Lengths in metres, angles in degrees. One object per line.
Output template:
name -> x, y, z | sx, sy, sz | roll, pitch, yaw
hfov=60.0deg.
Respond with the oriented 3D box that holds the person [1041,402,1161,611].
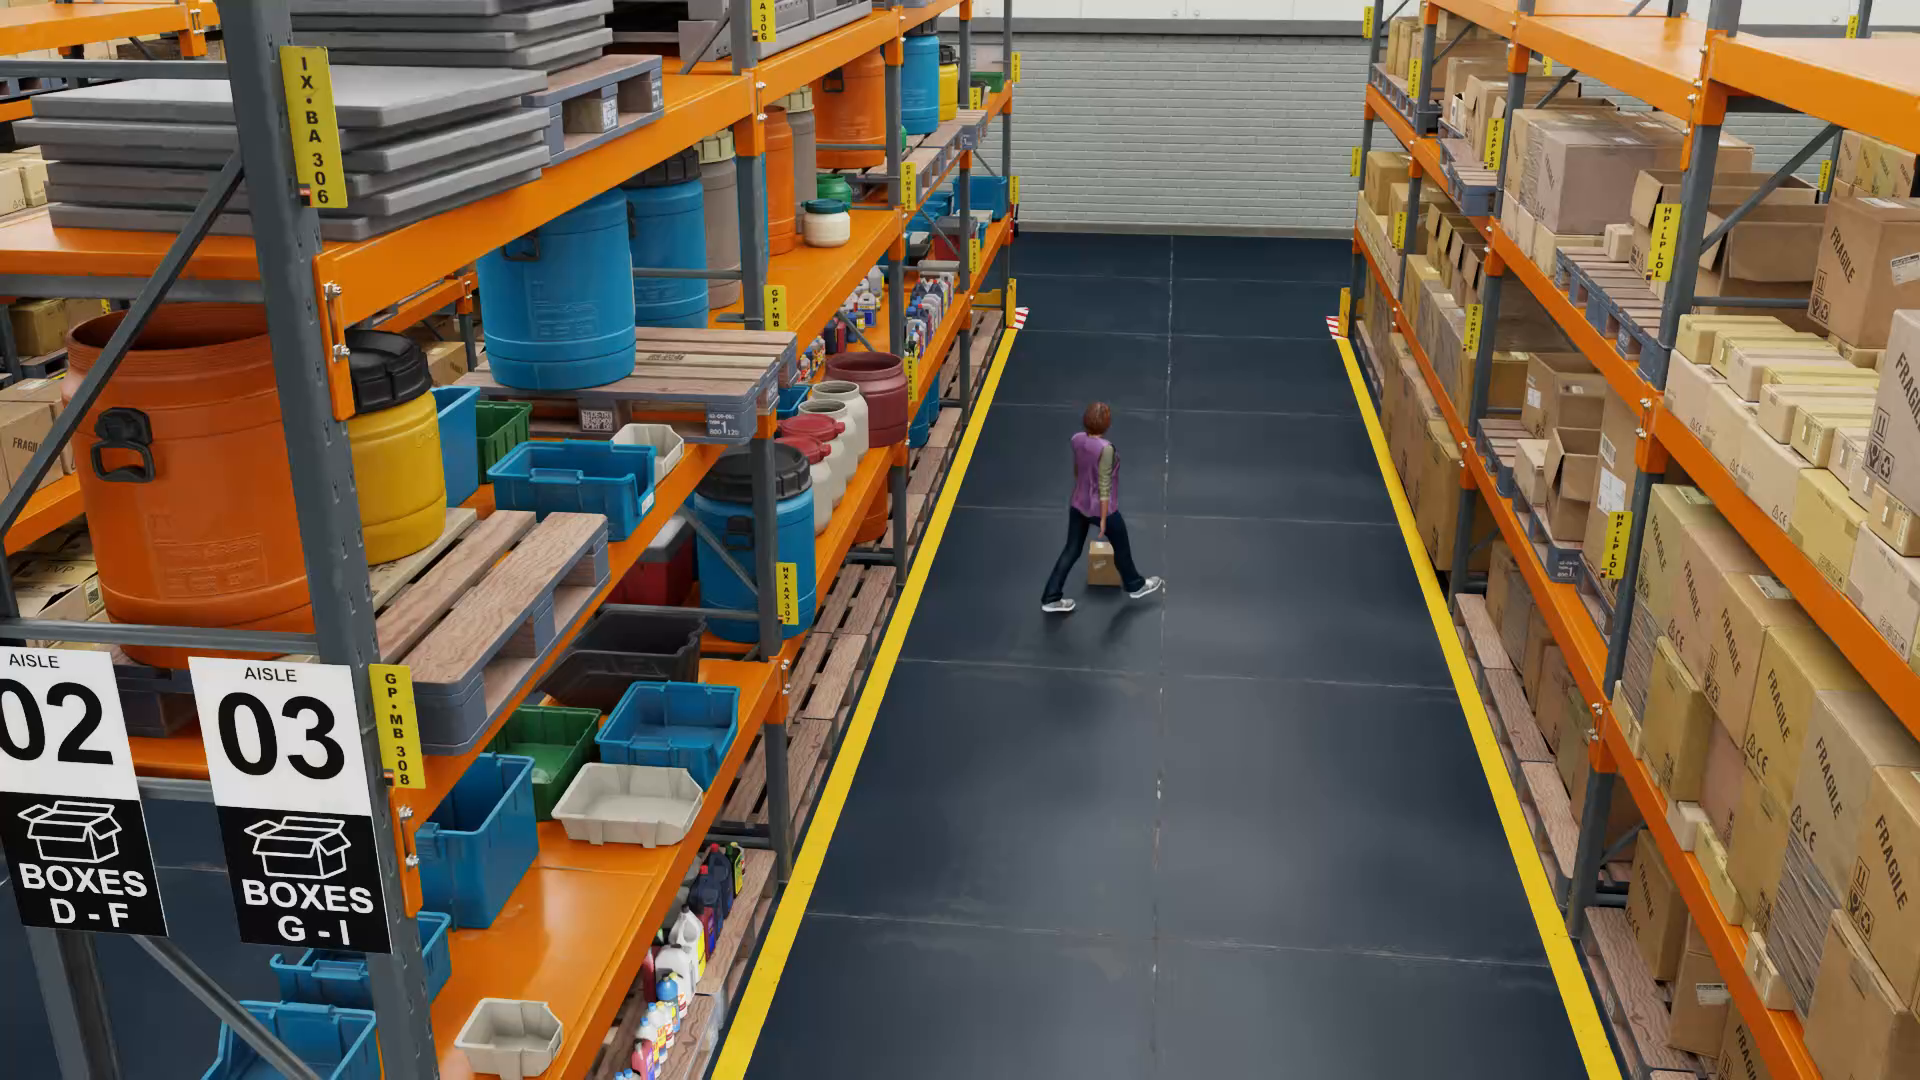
person -> 1.007, -0.262, 11.790 | 0.949, 1.539, 0.444 | -18, 28, -38
